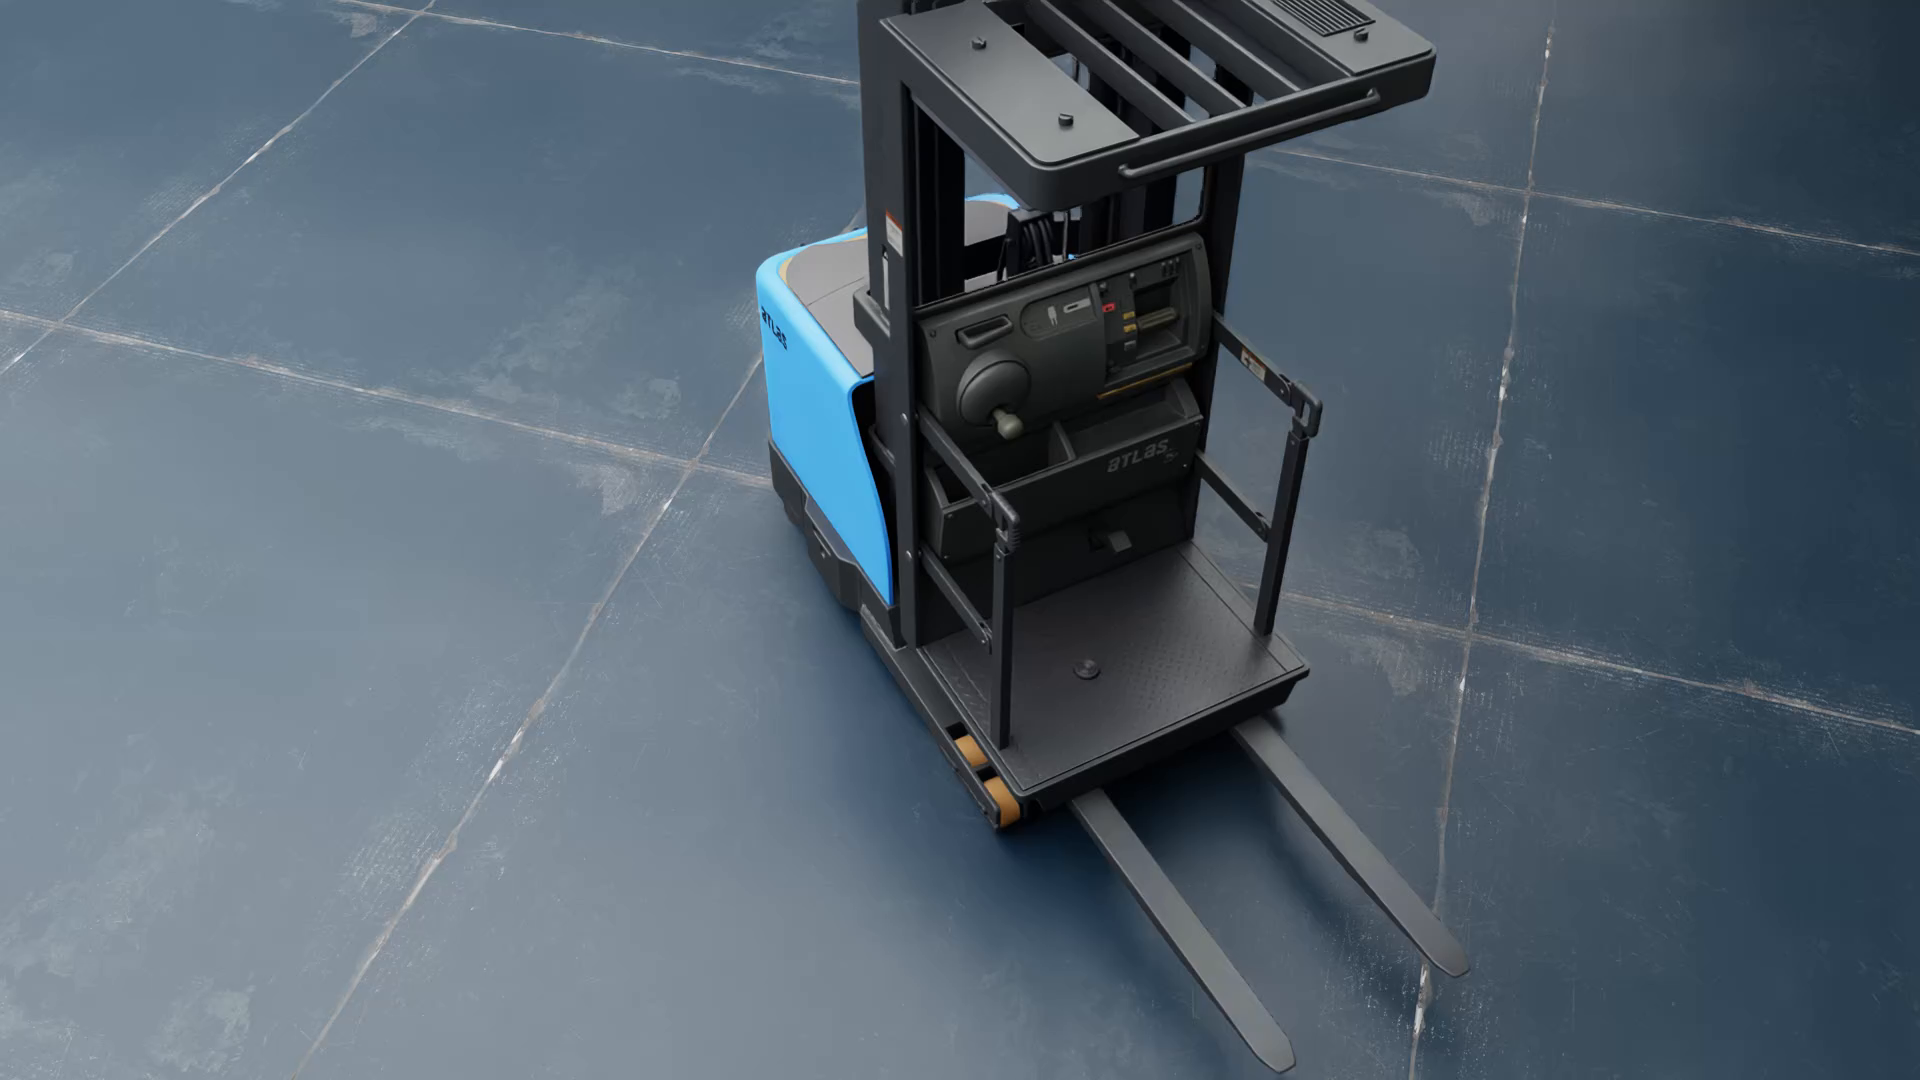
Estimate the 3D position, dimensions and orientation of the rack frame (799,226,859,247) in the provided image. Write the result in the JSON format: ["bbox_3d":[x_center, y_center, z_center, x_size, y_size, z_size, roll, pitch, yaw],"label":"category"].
[{"bbox_3d":[-0.481,-0.798,6.422,0.240,0.900,0.006,-21,48,-20],"label":"rack frame"}]

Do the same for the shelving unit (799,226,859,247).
[{"bbox_3d":[-0.432,-0.735,6.358,0.258,0.900,0.210,-21,48,-20],"label":"shelving unit"}]

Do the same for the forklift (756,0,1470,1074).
[{"bbox_3d":[0.428,-0.496,4.661,1.130,2.935,3.031,-21,48,-20],"label":"forklift"}]
